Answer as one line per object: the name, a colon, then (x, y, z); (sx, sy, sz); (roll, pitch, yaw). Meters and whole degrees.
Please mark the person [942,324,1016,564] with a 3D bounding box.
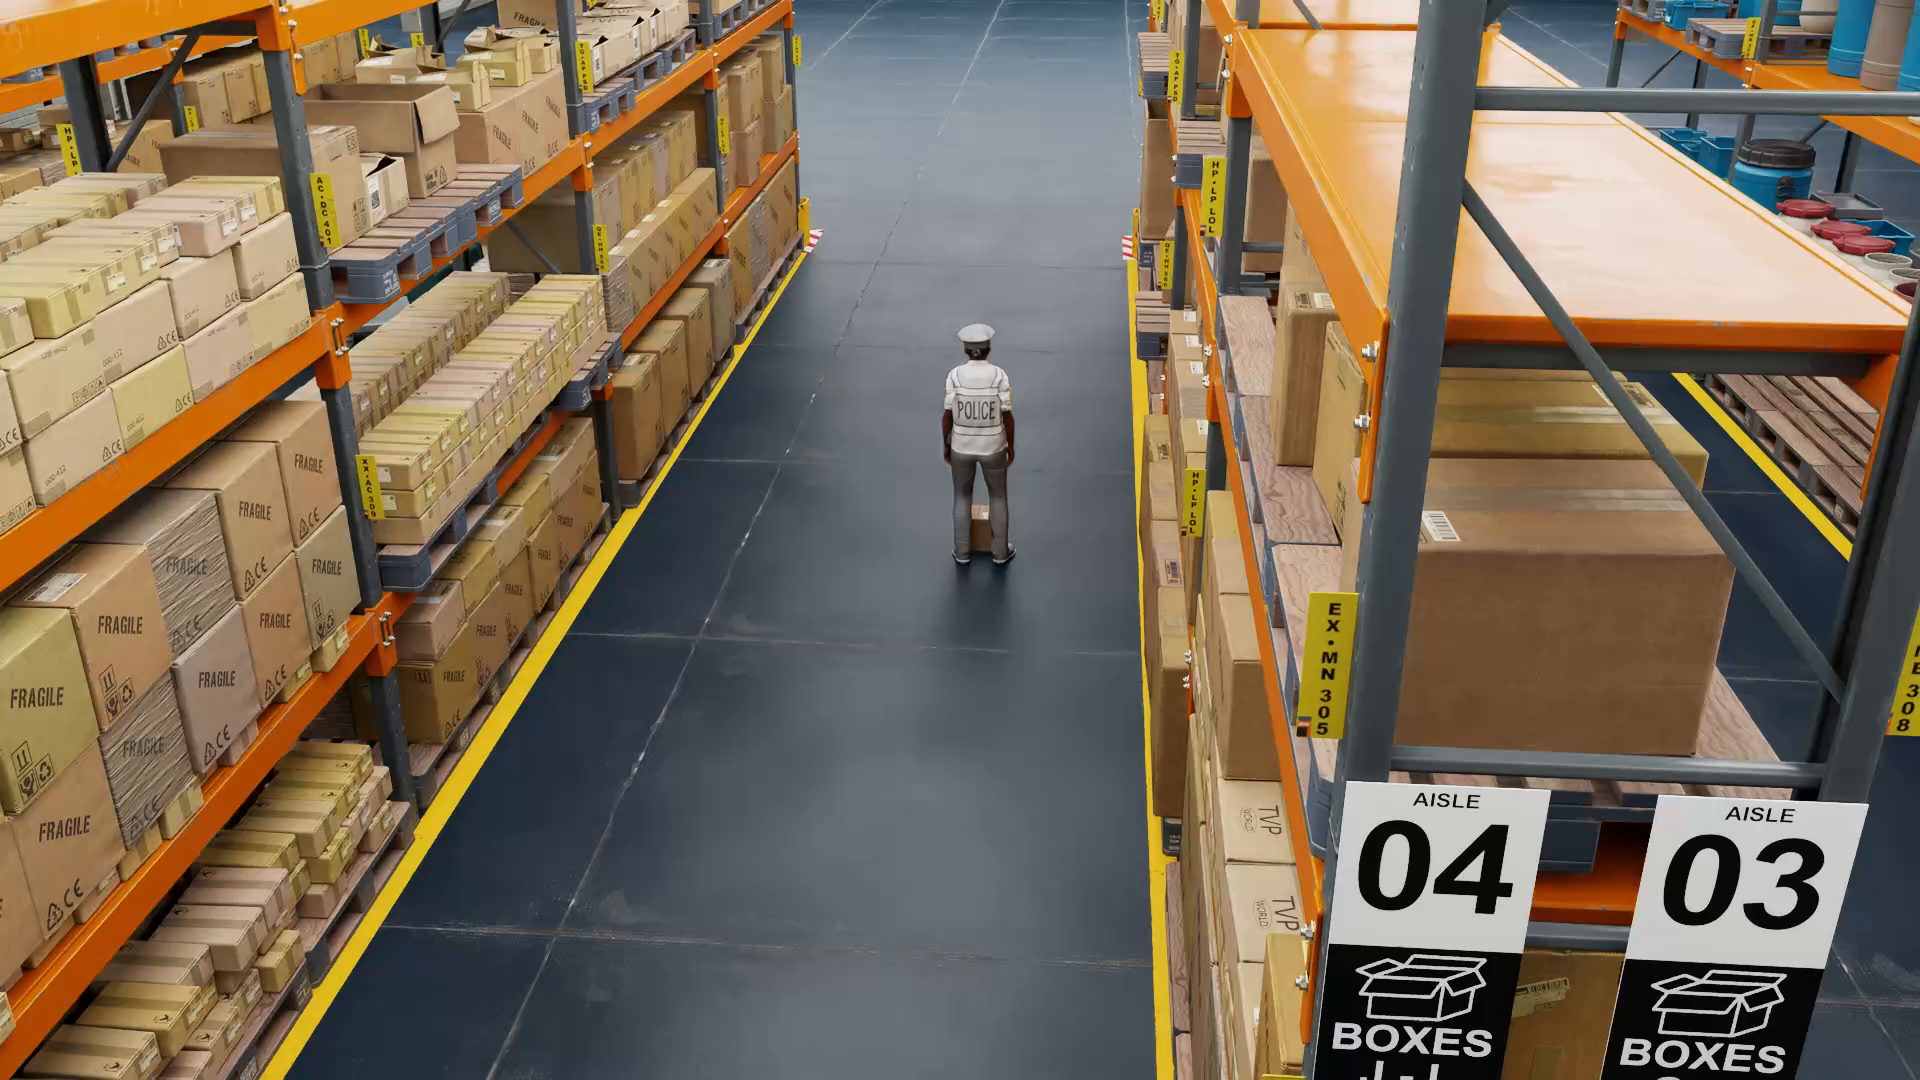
person: (0.133, -0.627, 11.355); (0.506, 1.660, 0.393); (2, 25, 4)
